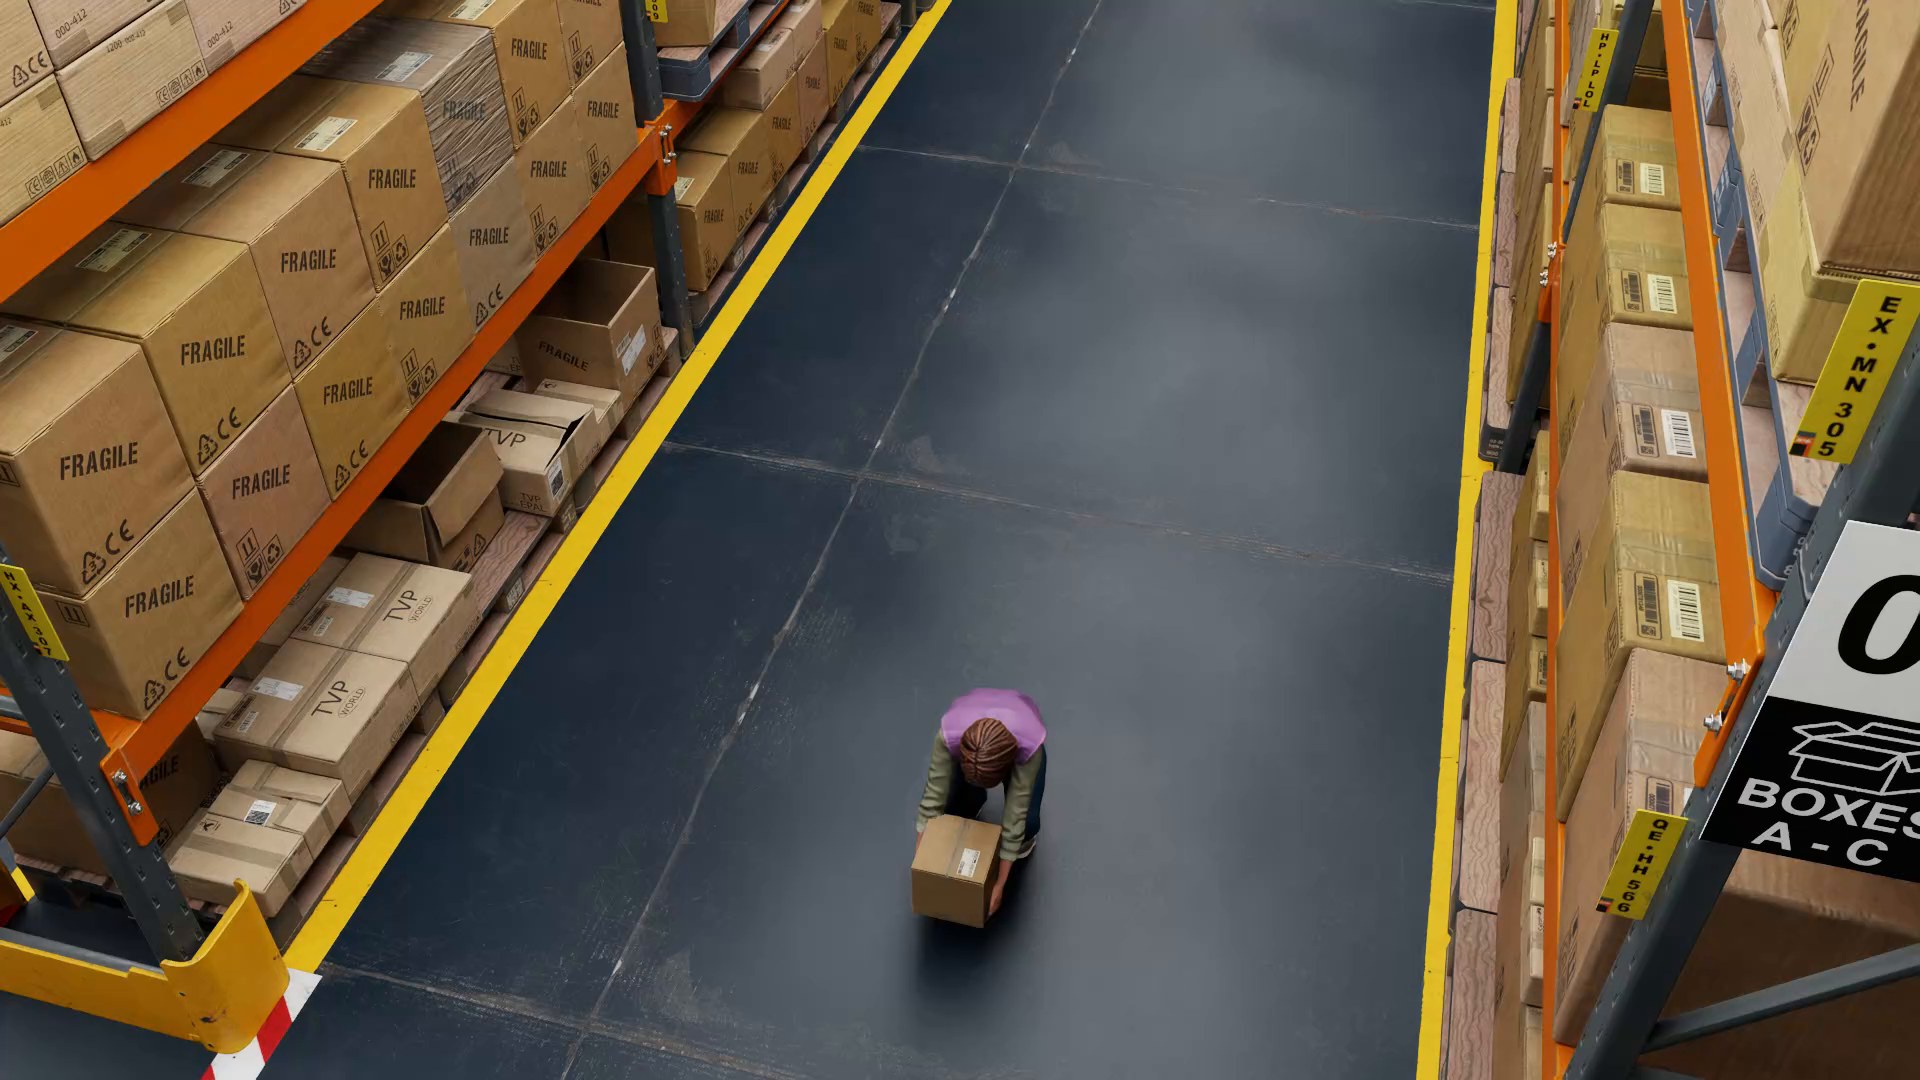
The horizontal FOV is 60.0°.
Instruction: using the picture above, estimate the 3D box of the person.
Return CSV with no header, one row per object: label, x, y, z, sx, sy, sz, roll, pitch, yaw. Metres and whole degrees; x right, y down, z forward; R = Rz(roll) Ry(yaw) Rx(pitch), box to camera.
person,0.090,0.818,5.783,0.426,0.894,0.820,9,42,10
